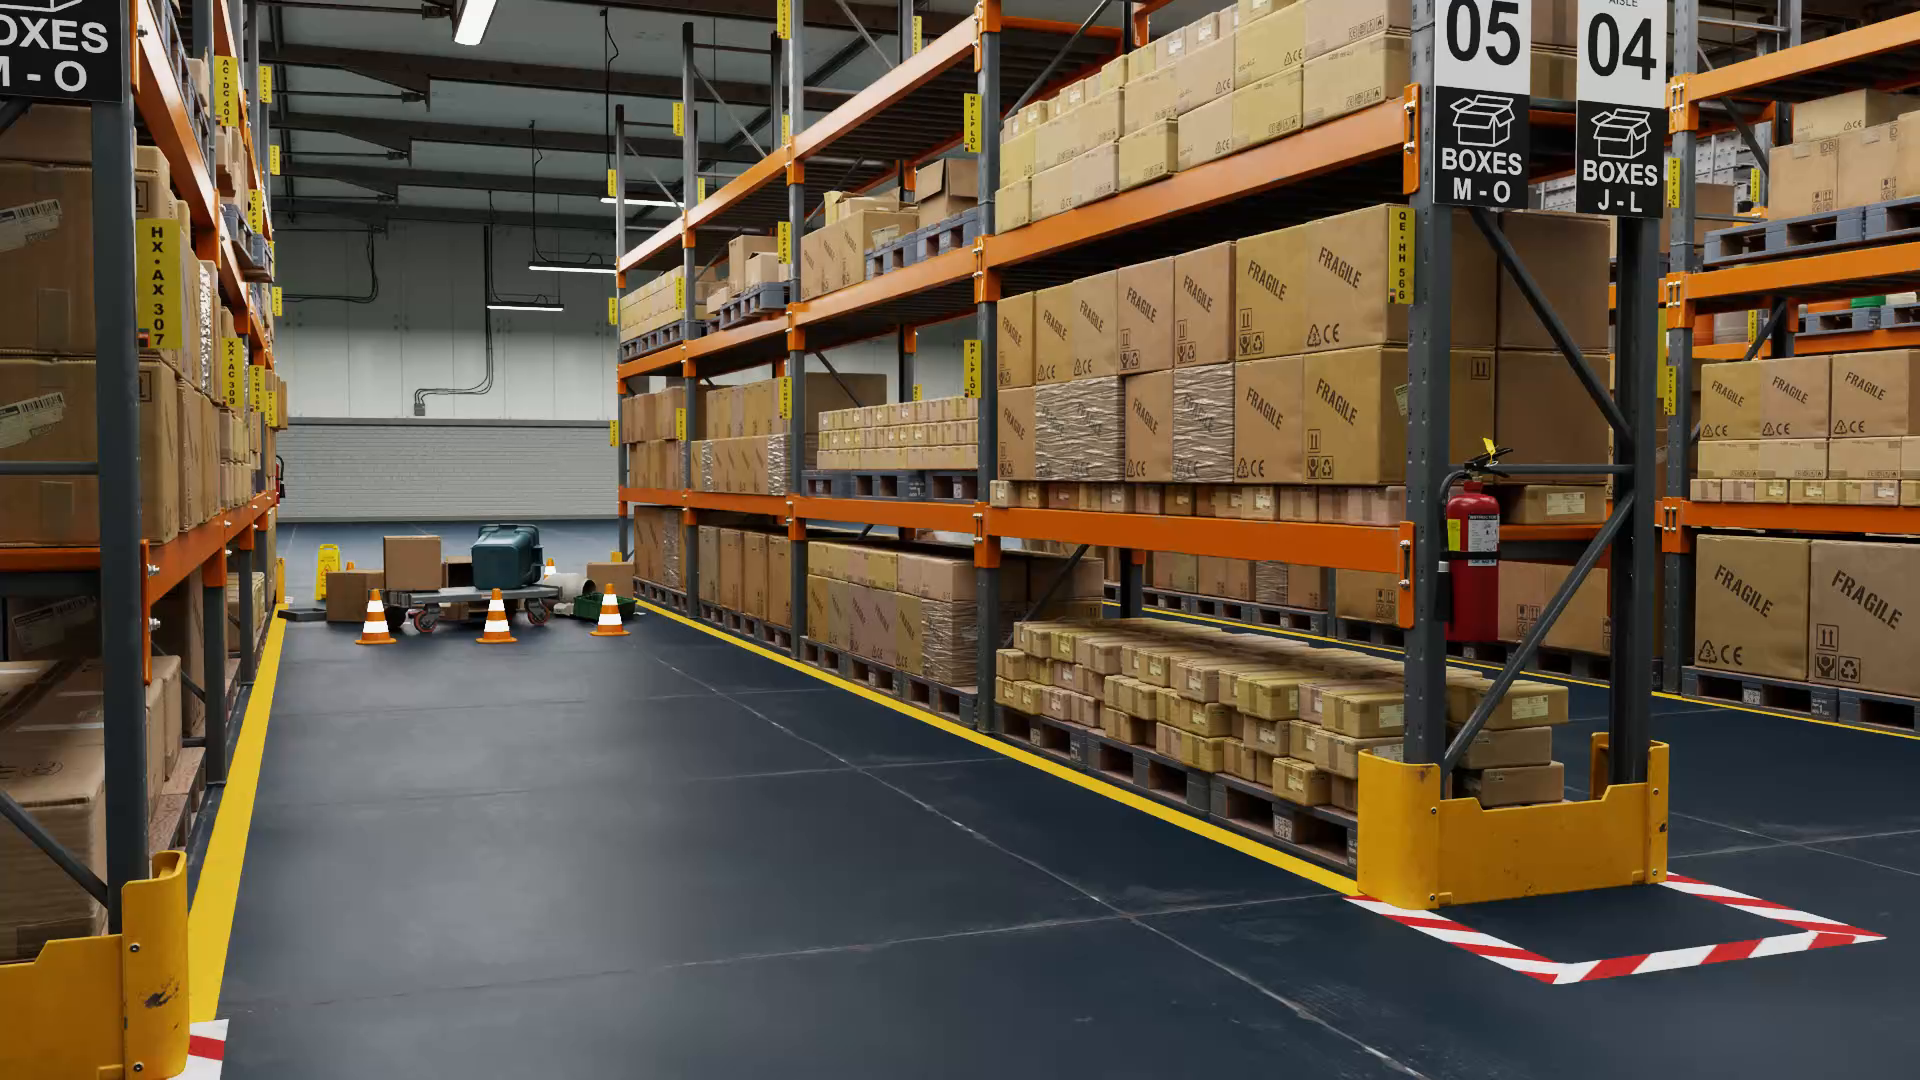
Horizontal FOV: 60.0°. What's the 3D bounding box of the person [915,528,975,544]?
[{"bbox_3d":[-0.154,0.309,16.881,0.867,0.993,0.472,-1,3,-24],"label":"person"}]
